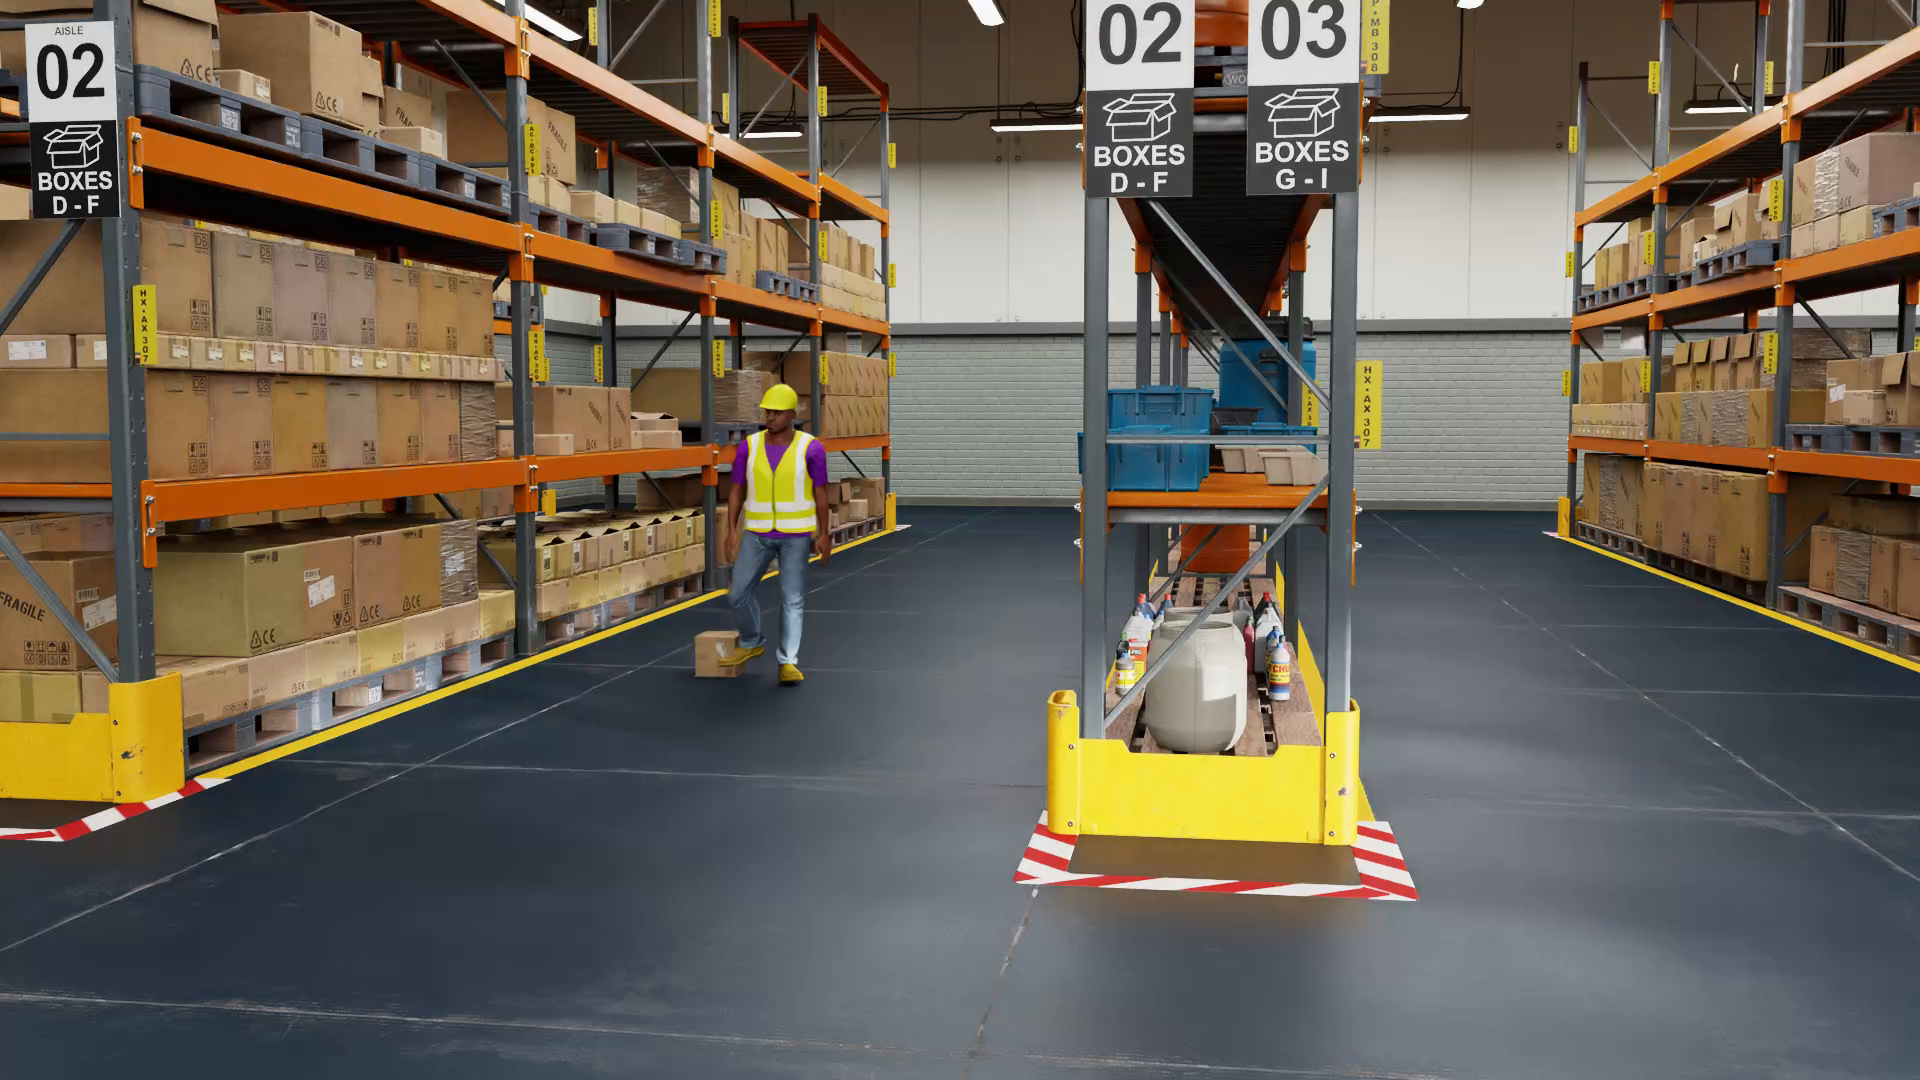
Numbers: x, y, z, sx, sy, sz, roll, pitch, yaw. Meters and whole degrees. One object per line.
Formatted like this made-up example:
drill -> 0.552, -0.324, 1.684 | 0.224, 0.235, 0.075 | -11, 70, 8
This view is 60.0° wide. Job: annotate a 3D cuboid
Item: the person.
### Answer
person -> -1.123, -0.043, 9.854 | 0.717, 1.757, 0.523 | 0, 4, 5
